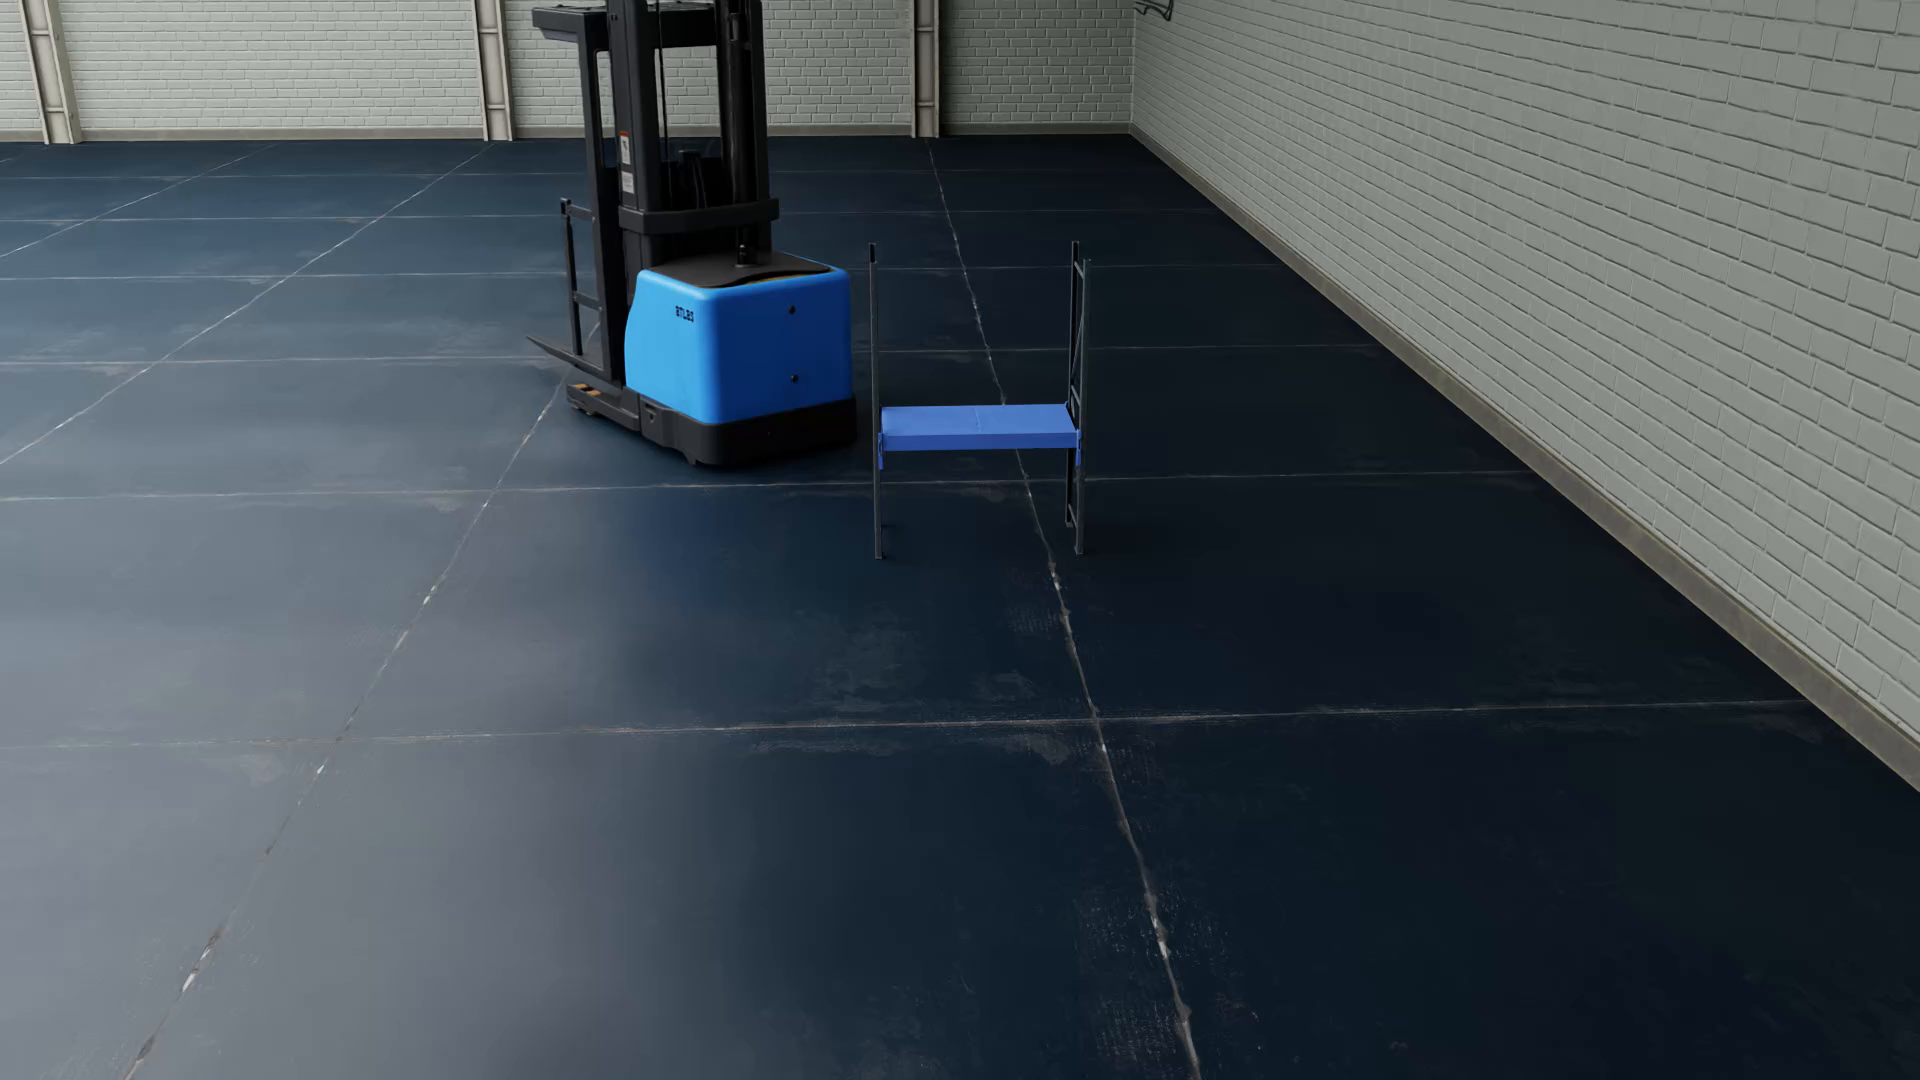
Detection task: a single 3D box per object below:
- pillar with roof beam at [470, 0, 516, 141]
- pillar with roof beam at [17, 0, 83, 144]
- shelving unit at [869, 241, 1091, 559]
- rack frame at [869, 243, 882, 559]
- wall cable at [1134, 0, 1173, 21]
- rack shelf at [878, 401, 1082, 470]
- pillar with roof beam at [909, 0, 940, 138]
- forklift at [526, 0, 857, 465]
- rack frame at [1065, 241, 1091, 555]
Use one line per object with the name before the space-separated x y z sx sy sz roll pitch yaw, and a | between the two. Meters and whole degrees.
pillar with roof beam | -6.244 -8.337 17.871 0.400 9.000 9.100 -1 21 -3
pillar with roof beam | -12.234 -8.215 17.551 0.400 9.000 9.100 -1 21 -3
shelving unit | 0.085 -0.703 8.359 1.048 1.500 0.538 -1 21 -3
rack frame | -0.422 -0.692 8.332 0.032 1.500 0.500 -1 21 -3
wall cable | 2.517 -8.127 21.684 0.112 2.526 3.097 -1 21 -3
rack shelf | 0.085 -0.535 8.423 1.000 0.185 0.538 -1 21 -3
pillar with roof beam | -0.254 -8.459 18.191 0.400 9.000 9.100 -1 21 -3
forklift | -1.915 -2.262 10.443 1.130 2.935 3.031 -15 25 -34
rack frame | 0.593 -0.713 8.386 0.032 1.500 0.500 -1 21 -3
